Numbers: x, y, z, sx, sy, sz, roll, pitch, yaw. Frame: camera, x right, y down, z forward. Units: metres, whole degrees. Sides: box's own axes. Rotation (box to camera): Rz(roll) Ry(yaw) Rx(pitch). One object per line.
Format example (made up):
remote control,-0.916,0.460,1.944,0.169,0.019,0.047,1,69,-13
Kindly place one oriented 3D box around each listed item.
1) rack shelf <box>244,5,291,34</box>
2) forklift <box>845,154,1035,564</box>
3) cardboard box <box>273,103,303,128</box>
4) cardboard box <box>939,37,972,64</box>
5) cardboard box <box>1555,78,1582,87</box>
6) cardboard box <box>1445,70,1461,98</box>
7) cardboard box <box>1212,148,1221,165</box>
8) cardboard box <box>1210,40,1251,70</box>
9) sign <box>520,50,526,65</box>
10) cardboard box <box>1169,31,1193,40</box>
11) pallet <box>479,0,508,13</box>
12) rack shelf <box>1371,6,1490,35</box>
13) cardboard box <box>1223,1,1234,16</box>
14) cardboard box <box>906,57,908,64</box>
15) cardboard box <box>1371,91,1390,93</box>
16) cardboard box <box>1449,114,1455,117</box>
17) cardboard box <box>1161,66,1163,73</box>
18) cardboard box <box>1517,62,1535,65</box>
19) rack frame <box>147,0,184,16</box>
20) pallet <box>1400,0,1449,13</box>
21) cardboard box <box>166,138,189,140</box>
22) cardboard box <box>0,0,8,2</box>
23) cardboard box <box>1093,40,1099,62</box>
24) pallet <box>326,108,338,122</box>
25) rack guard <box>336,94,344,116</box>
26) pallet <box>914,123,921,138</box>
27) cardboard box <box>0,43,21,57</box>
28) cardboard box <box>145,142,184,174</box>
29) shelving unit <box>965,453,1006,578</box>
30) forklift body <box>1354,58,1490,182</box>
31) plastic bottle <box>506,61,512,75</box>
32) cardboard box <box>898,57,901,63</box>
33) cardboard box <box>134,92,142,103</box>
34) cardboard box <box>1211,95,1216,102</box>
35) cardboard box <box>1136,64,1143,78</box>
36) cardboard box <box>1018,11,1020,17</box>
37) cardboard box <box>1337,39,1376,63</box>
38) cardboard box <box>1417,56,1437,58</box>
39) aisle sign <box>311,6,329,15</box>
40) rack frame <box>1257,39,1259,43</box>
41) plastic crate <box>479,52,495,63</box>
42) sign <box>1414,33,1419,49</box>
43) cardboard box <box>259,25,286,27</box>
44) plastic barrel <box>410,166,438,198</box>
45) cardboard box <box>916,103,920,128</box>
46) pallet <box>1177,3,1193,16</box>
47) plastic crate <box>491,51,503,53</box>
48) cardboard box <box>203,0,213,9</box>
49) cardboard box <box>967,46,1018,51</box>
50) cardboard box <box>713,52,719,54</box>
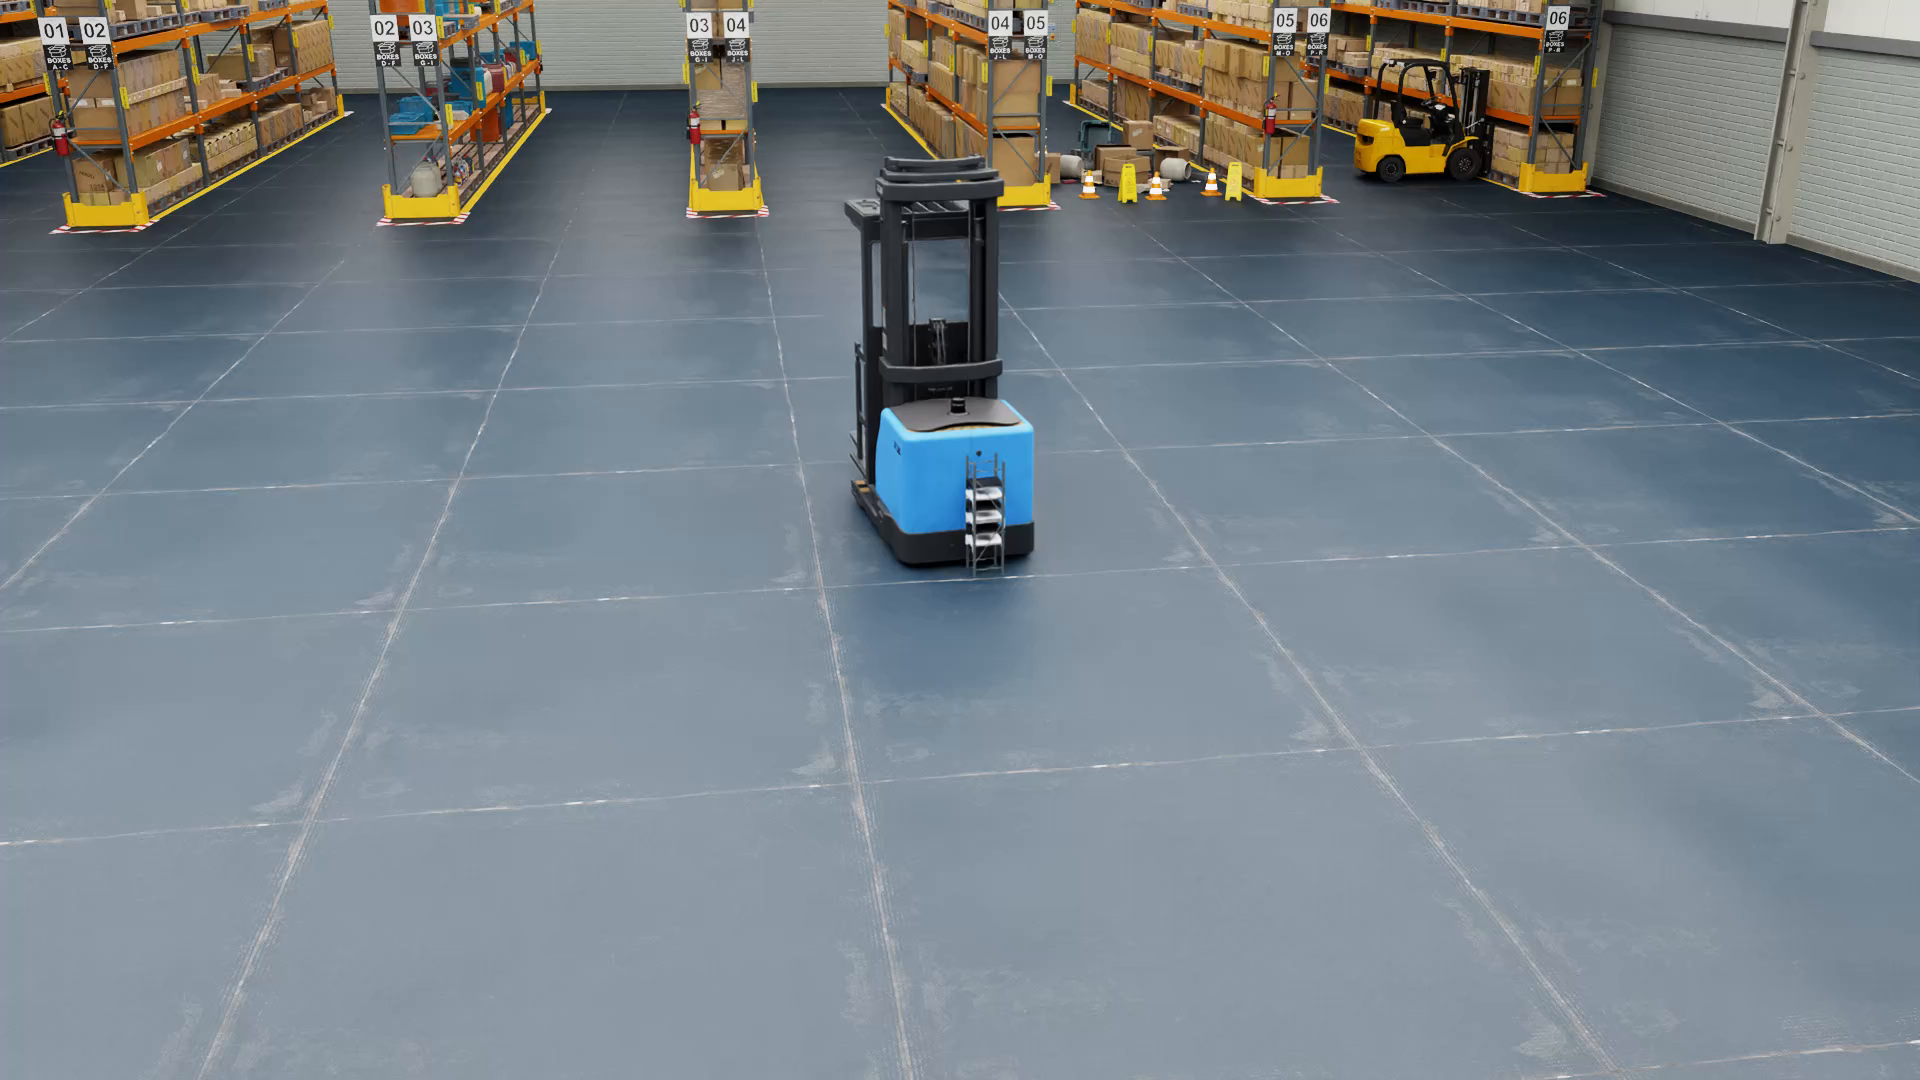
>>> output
rack shelf,-15.207,-11.054,35.267,1.077,0.370,4.000,-3,21,-8
forklift,-0.297,-1.676,13.515,1.130,2.935,3.031,-5,21,-14
cardboard box,-15.141,-9.557,37.462,0.500,0.500,0.500,-3,21,-8
cardboard box,-0.063,-10.192,34.644,0.700,0.500,0.500,-3,21,-9
cardboard box,10.963,-8.255,29.961,0.380,0.149,0.250,-3,21,-9
cardboard box,9.985,-9.039,32.986,0.500,0.500,0.500,-3,21,-9
cardboard box,5.174,-7.413,32.108,0.500,0.250,0.500,-2,21,-5
cardboard box,5.169,-9.220,31.619,0.700,0.500,0.500,-3,21,-7
sign,-10.049,-11.084,38.210,0.100,0.325,0.005,-3,21,-8
cardboard box,4.862,-10.990,36.783,0.500,0.500,0.500,-4,21,-10
pallet,-10.030,-11.129,34.708,1.003,0.211,1.213,-3,21,-8
rack shelf,9.891,-10.919,34.906,1.077,0.370,4.000,-3,21,-8
cardboard box,5.203,-9.863,30.838,0.500,0.250,0.500,-3,21,-7
cardboard box,-1.017,-10.954,38.017,0.380,0.149,0.250,-4,21,-10
cardboard box,9.761,-10.344,38.669,0.380,0.149,0.250,-4,21,-10
cardboard box,9.938,-8.352,33.192,0.500,0.250,0.500,-3,21,-9
cardboard box,4.562,-10.150,35.862,0.380,0.149,0.250,-4,21,-11
cardboard box,10.724,-8.928,31.337,0.380,0.149,0.250,-3,21,-7
rack frame,-14.342,-10.719,29.055,1.000,3.000,0.127,-3,21,-8
pallet,9.953,-11.243,35.014,1.003,0.211,1.213,-2,21,-5
cardboard box,-14.765,-7.386,31.232,0.500,0.311,0.500,-2,21,-6
cardboard box,-20.226,-11.409,34.418,0.700,0.500,0.500,-3,21,-8
cardboard box,3.628,-12.223,41.511,0.500,0.500,0.500,-3,21,-9
pallet,-15.945,-10.455,40.907,1.003,0.211,1.213,-3,21,-8
rack guard,-16.061,-10.866,41.595,1.175,0.500,0.348,-3,21,-8
pallet,-0.476,-9.393,38.064,1.003,0.211,1.213,-3,21,-8
cardboard box,-19.785,-10.119,34.352,0.500,0.250,0.500,-3,21,-7
cardboard box,-13.923,-6.673,29.052,0.500,0.500,0.500,-3,21,-8
shelving unit,0.188,-0.181,12.415,0.258,0.900,0.210,-5,21,-14
forklift body,8.677,-7.941,31.403,2.313,2.155,1.214,-3,21,-8
plastic bottle,-10.110,-10.538,37.215,0.144,0.351,0.185,-3,21,-8
cardboard box,-1.339,-11.899,41.147,0.380,0.149,0.250,-3,21,-7
cardboard box,-13.718,-7.287,27.368,0.380,0.149,0.250,-3,21,-9
cardboard box,5.084,-8.579,32.258,0.380,0.149,0.250,-2,21,-6
cardboard box,4.272,-10.560,37.416,0.500,0.250,0.500,-3,21,-7
cardboard box,1.191,-8.992,28.332,0.380,0.149,0.250,-3,21,-7
cardboard box,9.184,-11.345,38.555,0.797,0.503,0.637,-3,21,-9
cardboard box,9.727,-9.970,34.554,0.380,0.149,0.250,-3,21,-9
aisle sign,-15.779,-13.321,40.878,0.394,0.787,0.004,-3,21,-8
rack frame,8.449,-13.313,44.575,1.000,3.000,0.127,-3,21,-8
plastic crate,-10.998,-11.092,38.565,0.392,0.384,0.575,-3,21,-8
sign,10.151,-11.115,37.034,0.100,0.325,0.005,-3,21,-8
cardboard box,-15.973,-11.708,38.704,0.500,0.500,0.500,-3,21,-7
plastic barrel,-9.034,-6.028,28.023,0.421,0.512,0.421,0,20,0
cardboard box,-0.710,-9.610,37.631,0.500,0.500,0.500,-4,21,-10
pallet,5.132,-10.802,33.833,1.213,0.211,1.003,-3,21,-8
plastic crate,-11.365,-11.932,41.029,0.416,0.233,0.300,-3,21,-8
cardboard box,-14.633,-10.292,31.812,0.500,0.250,0.500,-3,21,-9
cardboard box,0.597,-8.884,30.959,0.875,0.550,0.550,-3,21,-8
cardboard box,-4.433,-8.201,28.889,0.500,0.500,0.500,-3,21,-8
